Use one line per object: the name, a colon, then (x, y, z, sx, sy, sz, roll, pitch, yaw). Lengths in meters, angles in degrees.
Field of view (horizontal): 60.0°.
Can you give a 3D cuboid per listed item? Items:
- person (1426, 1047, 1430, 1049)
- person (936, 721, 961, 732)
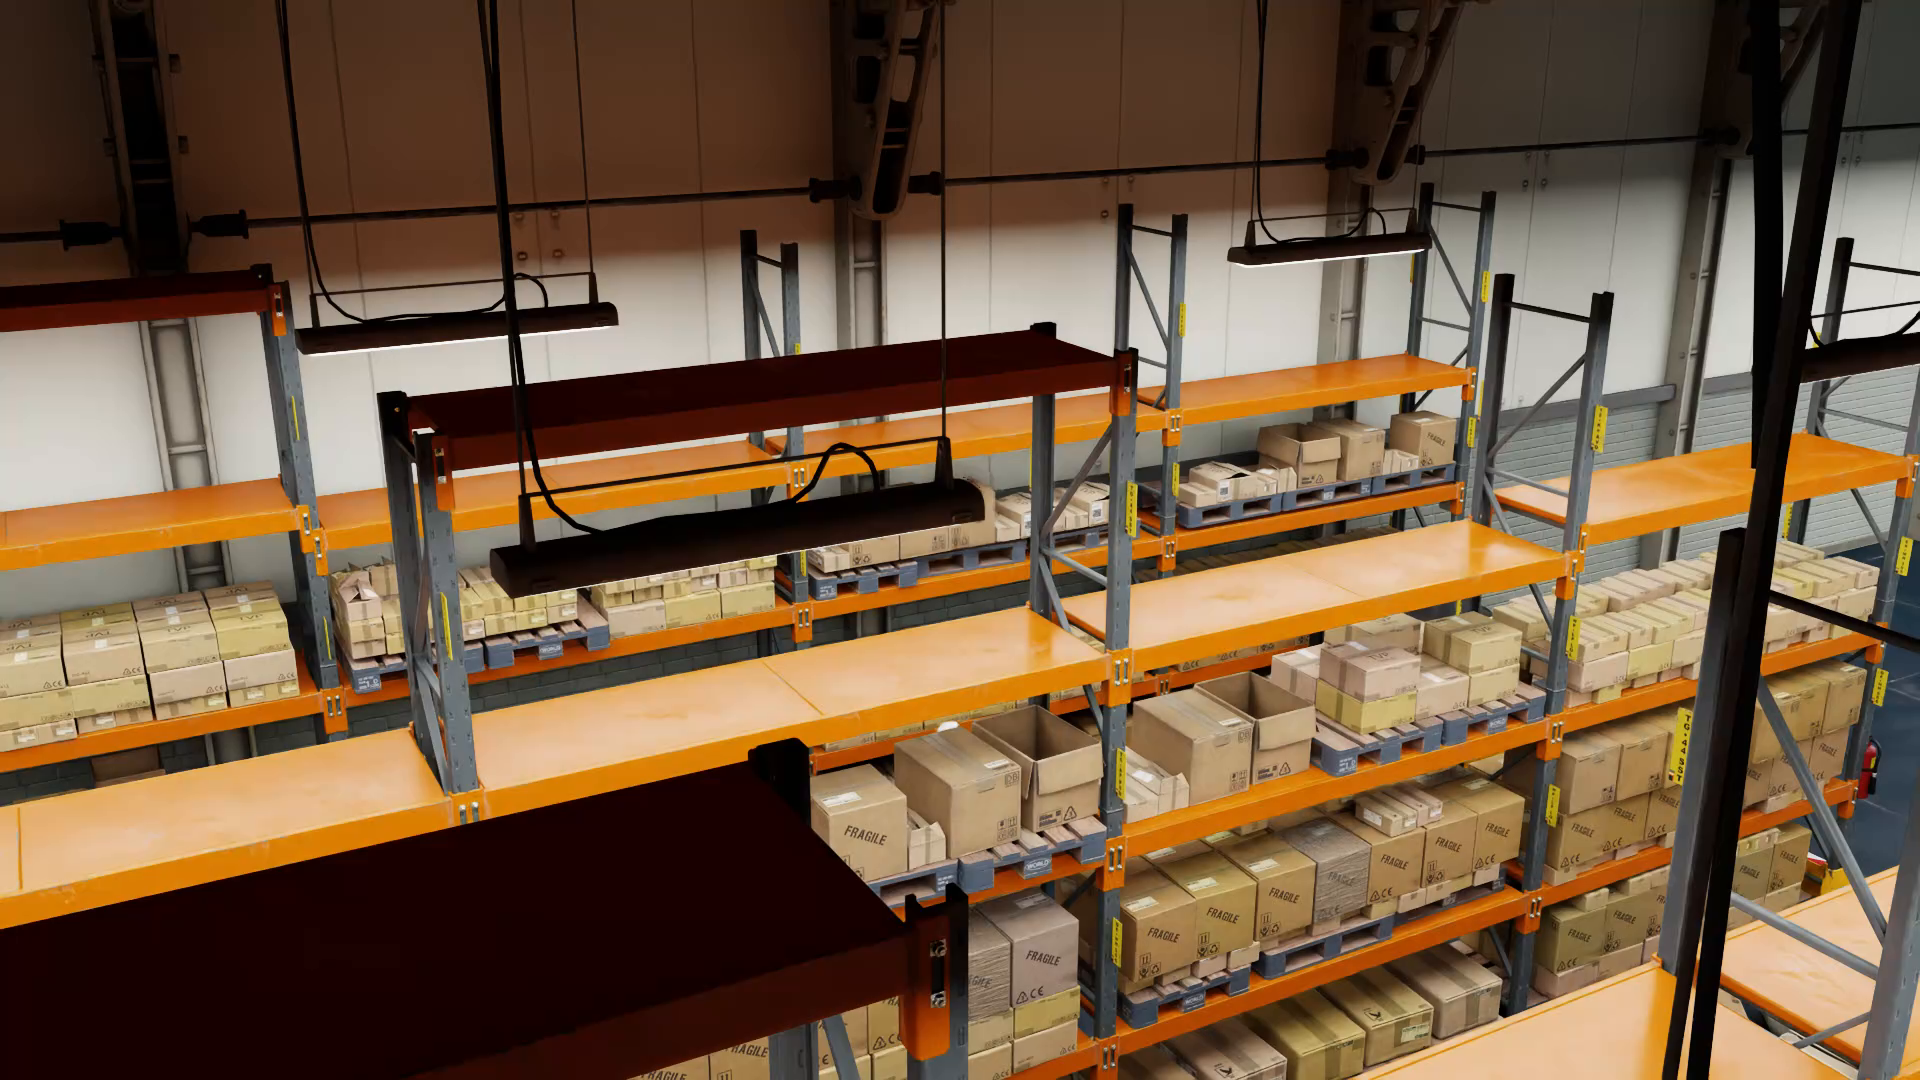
person: (3.119, 4.000, 10.655, 0.414, 1.671, 0.490, -11, 21, -29)
person: (-0.077, 2.420, 14.909, 0.514, 1.664, 0.623, -13, 22, -33)
